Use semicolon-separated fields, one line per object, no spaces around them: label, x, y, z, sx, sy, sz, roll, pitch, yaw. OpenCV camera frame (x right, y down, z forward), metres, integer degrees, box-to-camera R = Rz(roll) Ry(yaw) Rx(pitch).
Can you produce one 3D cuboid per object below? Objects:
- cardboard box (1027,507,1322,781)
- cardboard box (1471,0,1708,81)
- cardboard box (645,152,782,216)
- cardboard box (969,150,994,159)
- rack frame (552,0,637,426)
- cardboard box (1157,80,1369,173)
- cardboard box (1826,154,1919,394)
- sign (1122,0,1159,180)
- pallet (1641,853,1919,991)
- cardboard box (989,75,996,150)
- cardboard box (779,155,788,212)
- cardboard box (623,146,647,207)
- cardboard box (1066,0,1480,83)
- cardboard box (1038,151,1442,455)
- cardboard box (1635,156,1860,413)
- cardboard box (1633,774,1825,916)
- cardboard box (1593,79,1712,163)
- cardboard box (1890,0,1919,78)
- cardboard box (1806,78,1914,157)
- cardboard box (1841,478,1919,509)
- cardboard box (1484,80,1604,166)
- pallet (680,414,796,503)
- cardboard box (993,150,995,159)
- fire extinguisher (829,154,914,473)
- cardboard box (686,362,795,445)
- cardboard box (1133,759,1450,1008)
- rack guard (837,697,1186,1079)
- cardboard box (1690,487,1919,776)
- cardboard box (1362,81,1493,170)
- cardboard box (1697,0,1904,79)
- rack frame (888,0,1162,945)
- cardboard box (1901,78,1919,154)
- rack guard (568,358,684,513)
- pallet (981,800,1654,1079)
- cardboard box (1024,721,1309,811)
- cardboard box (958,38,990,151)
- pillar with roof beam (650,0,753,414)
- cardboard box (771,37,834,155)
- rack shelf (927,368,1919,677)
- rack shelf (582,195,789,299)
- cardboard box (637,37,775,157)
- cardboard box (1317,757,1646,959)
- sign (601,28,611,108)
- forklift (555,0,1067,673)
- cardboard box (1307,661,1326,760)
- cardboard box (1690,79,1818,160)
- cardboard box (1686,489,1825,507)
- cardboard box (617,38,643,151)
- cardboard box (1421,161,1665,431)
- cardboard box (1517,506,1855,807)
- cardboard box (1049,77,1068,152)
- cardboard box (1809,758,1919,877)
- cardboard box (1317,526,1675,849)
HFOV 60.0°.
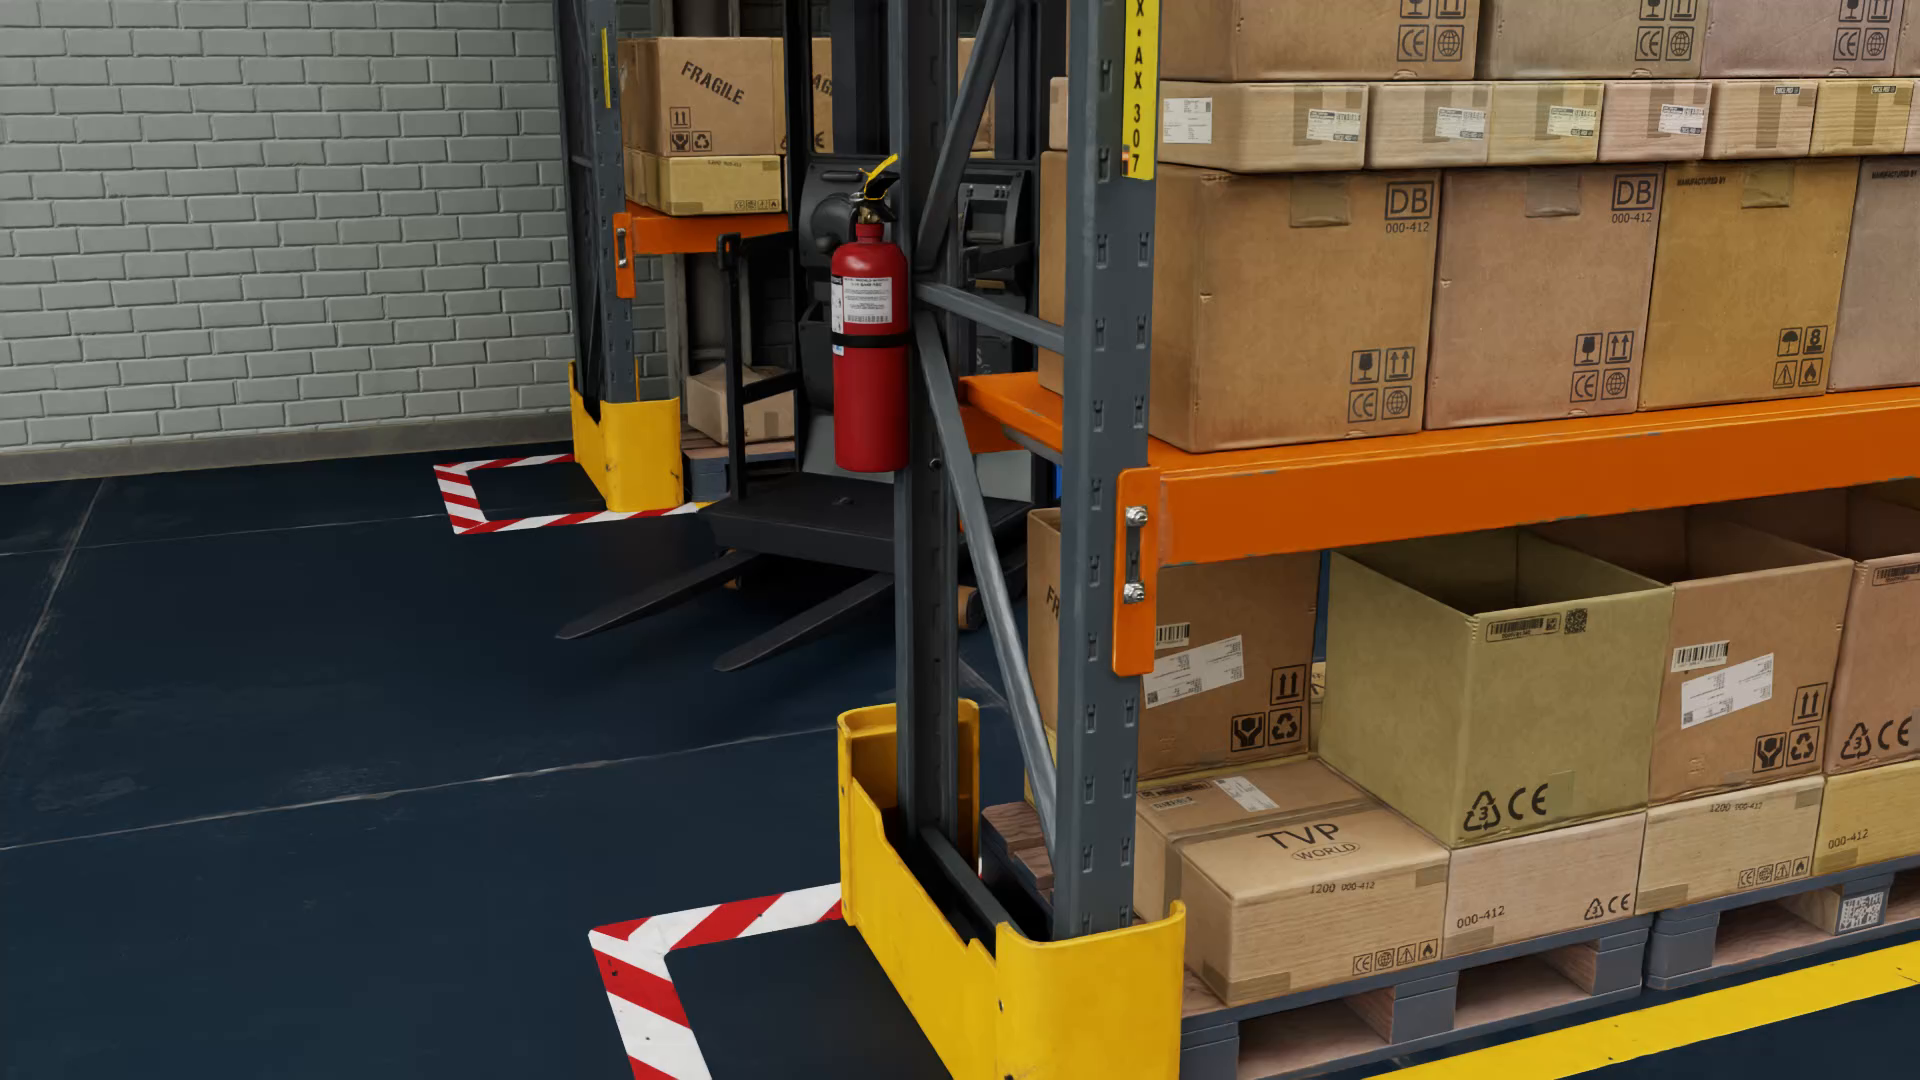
cardboard box;0.479;0.208;3.869;0.500;0.500;0.500;-6;17;-20
cardboard box;1.064;-1.191;3.351;0.500;0.500;0.700;-7;18;-22
cardboard box;-1.122;-1.624;7.534;0.500;0.250;0.500;-7;18;-22
cardboard box;-0.164;-1.730;7.895;0.500;0.250;0.500;-6;18;-21
rack frame;-1.691;-1.720;7.633;0.127;3.000;1.000;-6;17;-20
cardboard box;0.528;-0.760;3.032;0.250;0.149;0.380;-6;18;-20
cardboard box;1.970;-0.666;3.865;0.500;0.500;0.700;-6;17;-18
sign;0.278;-0.724;2.563;0.005;0.325;0.100;-6;17;-20
pallet;1.922;0.710;4.304;1.213;0.211;1.003;-6;17;-20
cardboard box;0.290;-2.140;7.961;0.500;0.500;0.500;-6;17;-18
cardboard box;-0.642;-1.680;7.725;0.500;0.250;0.500;-7;18;-22
cardboard box;-1.324;-1.756;7.985;0.500;0.250;0.500;-6;17;-19
cardboard box;0.575;-1.137;3.166;0.500;0.500;0.700;-6;17;-20
cardboard box;0.526;-0.509;3.331;0.500;0.500;0.700;-6;17;-20
cardboard box;1.480;-0.612;3.681;0.500;0.500;0.700;-6;17;-20
cardboard box;1.598;0.603;3.855;0.500;0.250;0.500;-6;17;-20
cardboard box;1.244;-0.836;3.294;0.250;0.149;0.380;-6;18;-21
cardboard box;2.002;-1.293;3.697;0.500;0.500;0.700;-6;17;-20
cardboard box;1.730;-0.890;3.476;0.250;0.149;0.380;-6;18;-21
cardboard box;2.529;0.140;4.101;0.500;0.500;0.500;-6;17;-20
cardboard box;1.007;-0.812;3.210;0.250;0.149;0.380;-6;17;-20
pallet;-0.849;-0.463;8.299;1.213;0.211;1.003;-6;17;-20
cardboard box;0.309;-1.780;8.066;0.500;0.250;0.500;-6;17;-20
fire extinguisher;-0.192;-0.491;3.582;0.183;0.674;0.296;-6;17;-20
cardboard box;-1.013;-0.687;8.107;0.500;0.311;0.500;-8;18;-26
cardboard box;0.665;0.705;3.509;0.500;0.250;0.500;-6;17;-20
rack guard;0.063;0.784;3.540;0.348;0.500;1.175;-6;17;-20
cardboard box;2.067;0.195;3.916;0.500;0.500;0.500;-6;17;-20
cardboard box;0.774;-0.787;3.125;0.250;0.149;0.380;-7;18;-22
cardboard box;1.535;-1.242;3.525;0.500;0.500;0.700;-6;17;-20
rack frame;0.085;-0.417;3.196;0.127;3.000;1.000;-6;17;-20
cardboard box;1.964;-0.914;3.559;0.250;0.149;0.380;-6;17;-20
rack guard;-1.620;-0.529;8.011;0.348;0.500;1.175;-6;17;-20
pallet;0.784;0.832;3.889;1.213;0.211;1.003;-6;17;-20
cardboard box;0.480;0.569;3.973;0.500;0.250;0.500;-6;17;-20
cardboard box;-0.188;-2.084;7.773;0.500;0.500;0.500;-7;18;-22
pillar with roof beam;0.194;-3.764;3.946;0.400;9.000;9.100;-6;17;-20
cardboard box;-0.673;-2.034;7.601;0.500;0.500;0.500;-6;17;-20
rack shelf;1.953;-0.274;3.984;4.000;0.370;1.077;-6;17;-20
rack shelf;0.177;-1.577;8.421;4.000;0.370;1.077;-6;17;-20
cardboard box;-1.138;-1.987;7.440;0.500;0.500;0.500;-6;17;-20
cardboard box;1.131;0.653;3.684;0.500;0.250;0.500;-6;17;-20
sign;-1.497;-1.993;7.025;0.005;0.325;0.100;-6;17;-20
forklift;-0.286;-1.221;6.054;1.130;2.935;3.031;8;18;27
cardboard box;0.943;0.515;4.155;0.500;0.250;0.500;-6;17;-20
cardboard box;1.492;-0.864;3.388;0.250;0.149;0.380;-7;18;-22
cardboard box;1.875;0.053;4.396;0.500;0.500;0.500;-6;17;-20
cardboard box;-1.327;-2.121;7.898;0.500;0.500;0.500;-6;18;-21
cardboard box;1.014;-0.563;3.515;0.500;0.500;0.700;-6;17;-19
cardboard box;1.594;0.240;3.760;0.500;0.500;0.500;-6;17;-20
cardboard box;0.374;-0.865;3.392;0.250;0.149;0.380;-6;18;-21
cardboard box;2.067;0.554;4.022;0.500;0.250;0.500;-6;17;-20
cardboard box;1.132;0.294;3.577;0.500;0.500;0.500;-6;17;-20
